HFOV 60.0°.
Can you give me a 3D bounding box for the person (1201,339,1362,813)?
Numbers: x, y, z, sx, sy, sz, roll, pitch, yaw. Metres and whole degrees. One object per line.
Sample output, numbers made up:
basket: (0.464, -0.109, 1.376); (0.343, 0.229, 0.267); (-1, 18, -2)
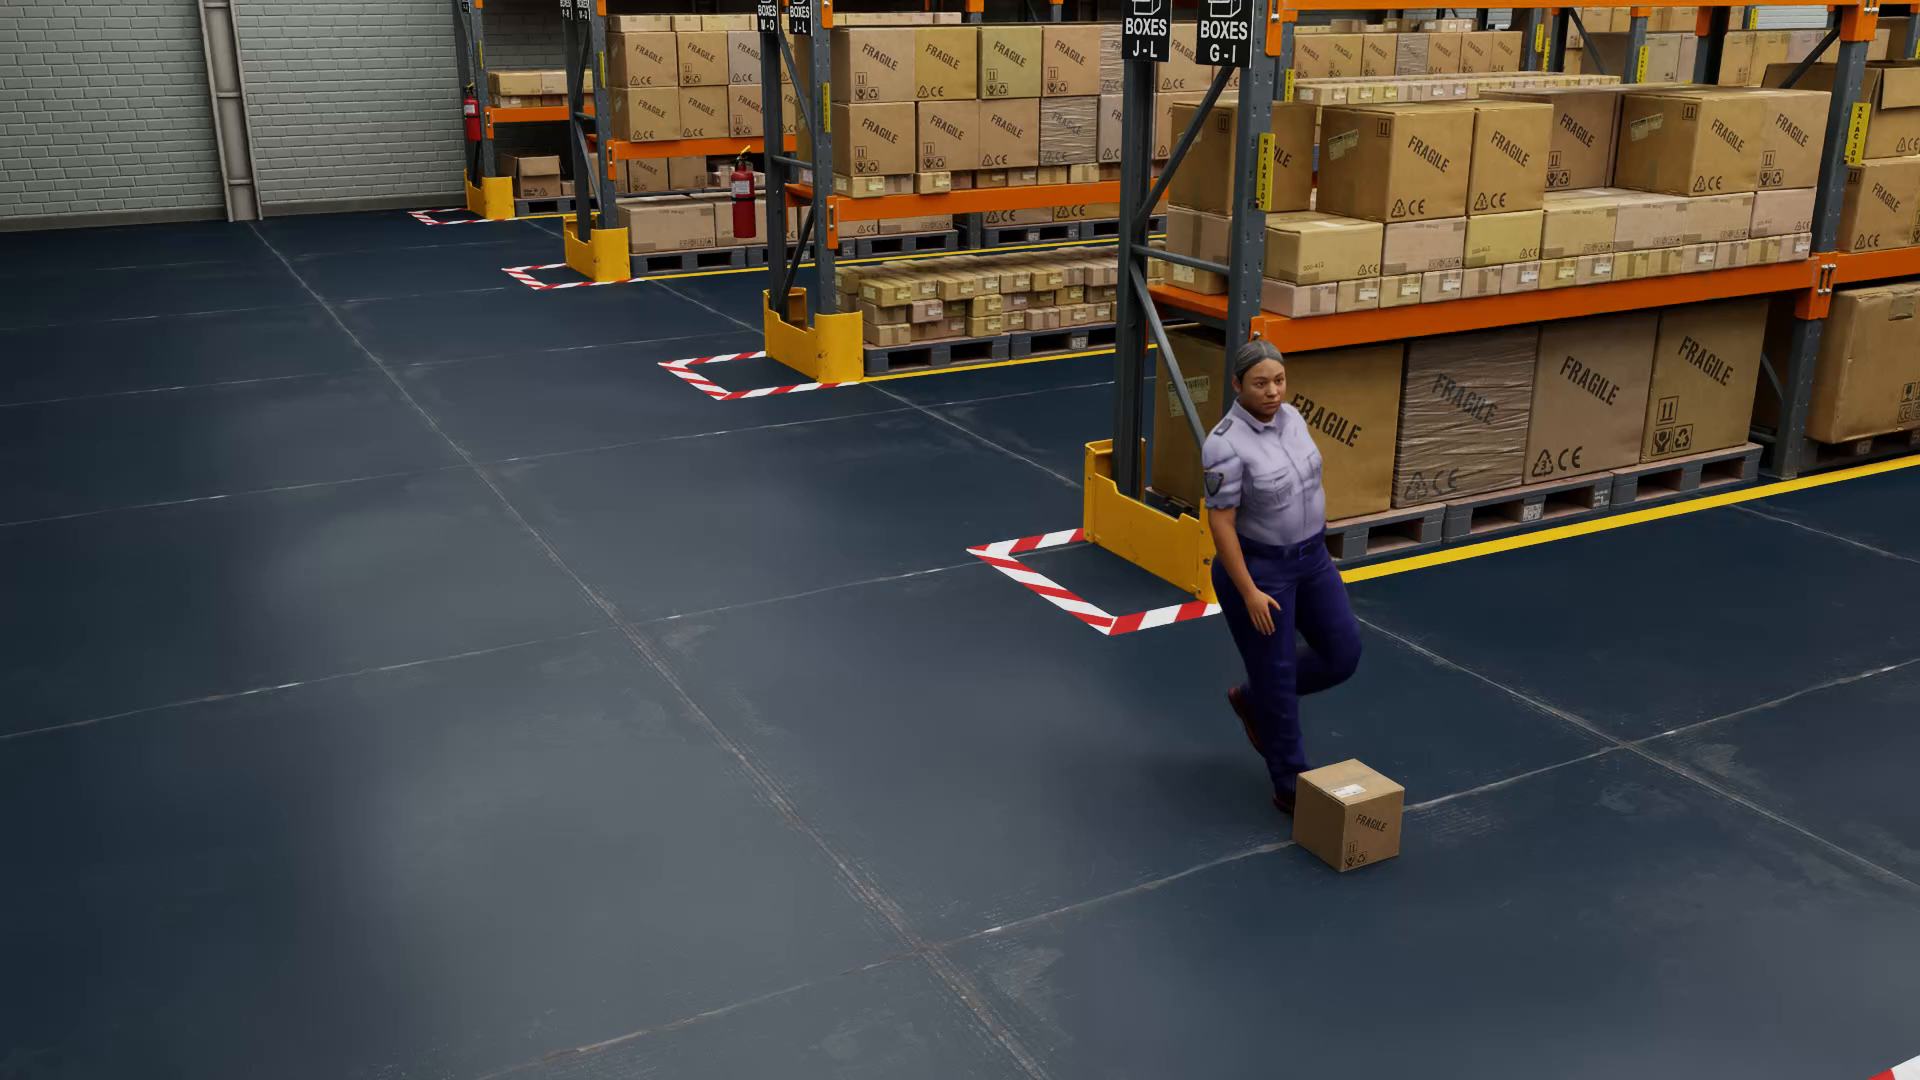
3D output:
person: (1.118, 0.140, 5.648); (0.550, 1.638, 0.637); (-14, 23, -36)
